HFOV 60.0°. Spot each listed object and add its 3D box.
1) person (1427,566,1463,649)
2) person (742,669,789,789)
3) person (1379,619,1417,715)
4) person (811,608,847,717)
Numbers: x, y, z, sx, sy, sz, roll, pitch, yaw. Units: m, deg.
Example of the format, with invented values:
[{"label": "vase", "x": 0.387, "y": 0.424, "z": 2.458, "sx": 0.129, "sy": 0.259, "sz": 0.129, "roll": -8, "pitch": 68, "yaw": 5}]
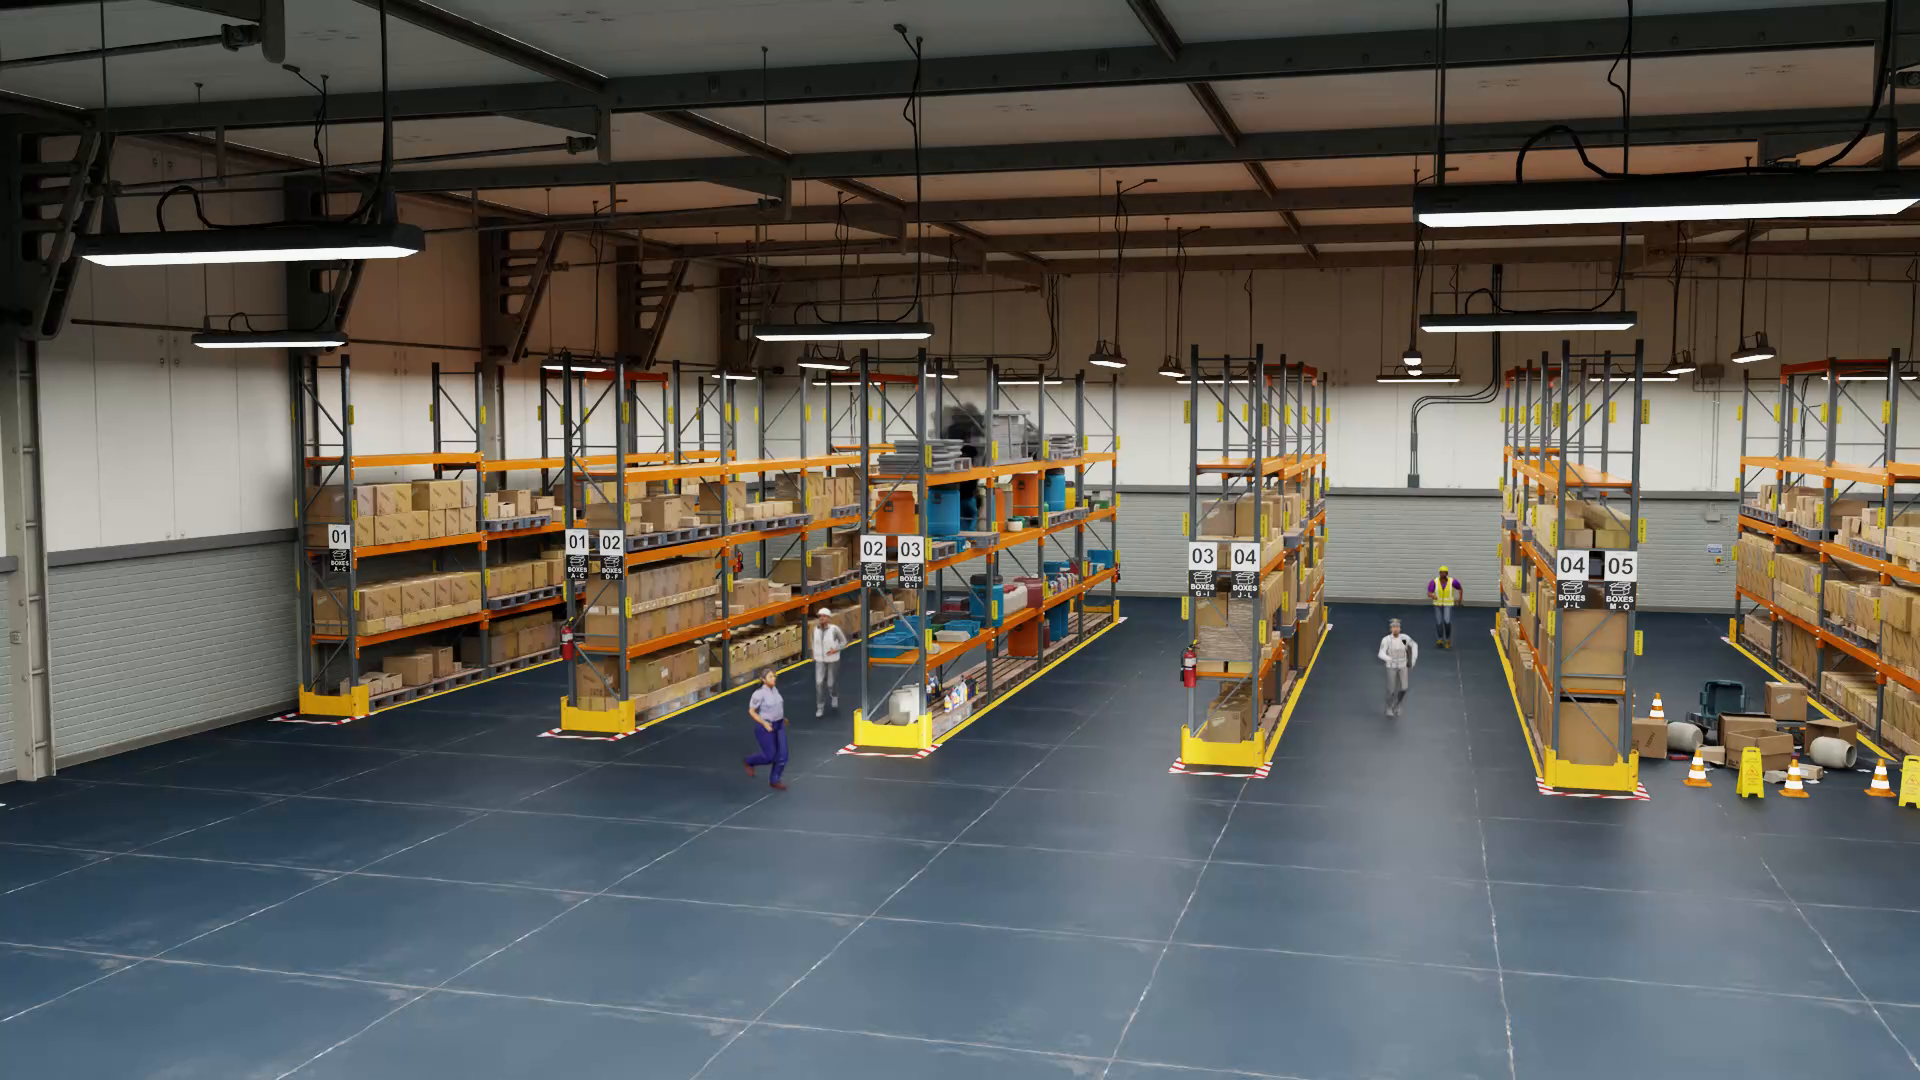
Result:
[{"label": "person", "x": 10.411, "y": 1.461, "z": 35.778, "sx": 0.726, "sy": 1.826, "sz": 0.730, "roll": 2, "pitch": 5, "yaw": 21}, {"label": "person", "x": -2.593, "y": 2.531, "z": 22.360, "sx": 0.643, "sy": 1.605, "sz": 0.617, "roll": 3, "pitch": 5, "yaw": 33}, {"label": "person", "x": 7.219, "y": 2.107, "z": 27.407, "sx": 0.636, "sy": 1.651, "sz": 0.767, "roll": 1, "pitch": 4, "yaw": 10}, {"label": "person", "x": -2.202, "y": 2.037, "z": 27.910, "sx": 0.675, "sy": 1.825, "sz": 0.774, "roll": 1, "pitch": 4, "yaw": 13}]
